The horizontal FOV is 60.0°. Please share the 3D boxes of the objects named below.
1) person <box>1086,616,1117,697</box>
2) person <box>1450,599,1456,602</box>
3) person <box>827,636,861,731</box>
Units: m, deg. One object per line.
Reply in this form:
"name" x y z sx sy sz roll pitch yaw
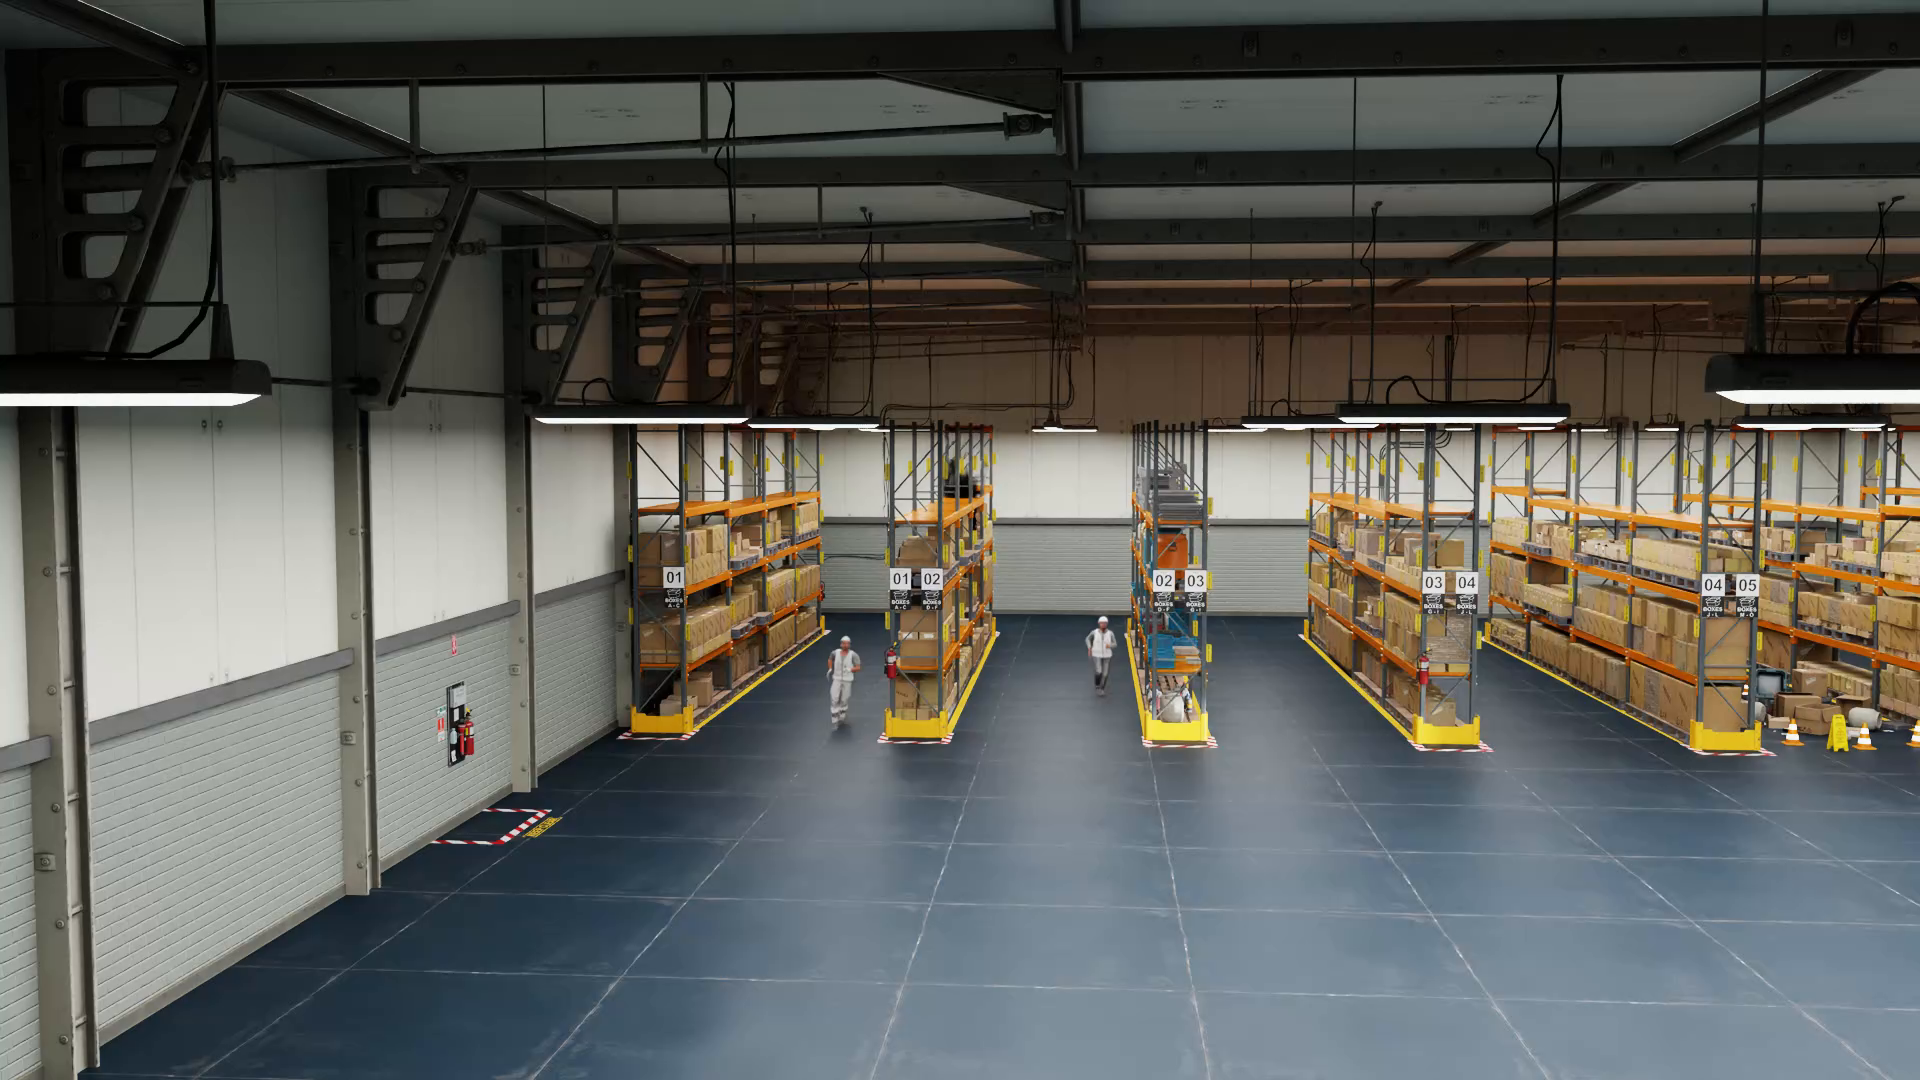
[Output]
"person" 3.098 2.543 36.243 0.644 1.751 0.642 0 4 -6
"person" 13.310 2.069 44.682 0.716 1.659 0.551 0 4 3
"person" -2.277 2.787 32.564 0.673 1.836 0.827 0 4 1
